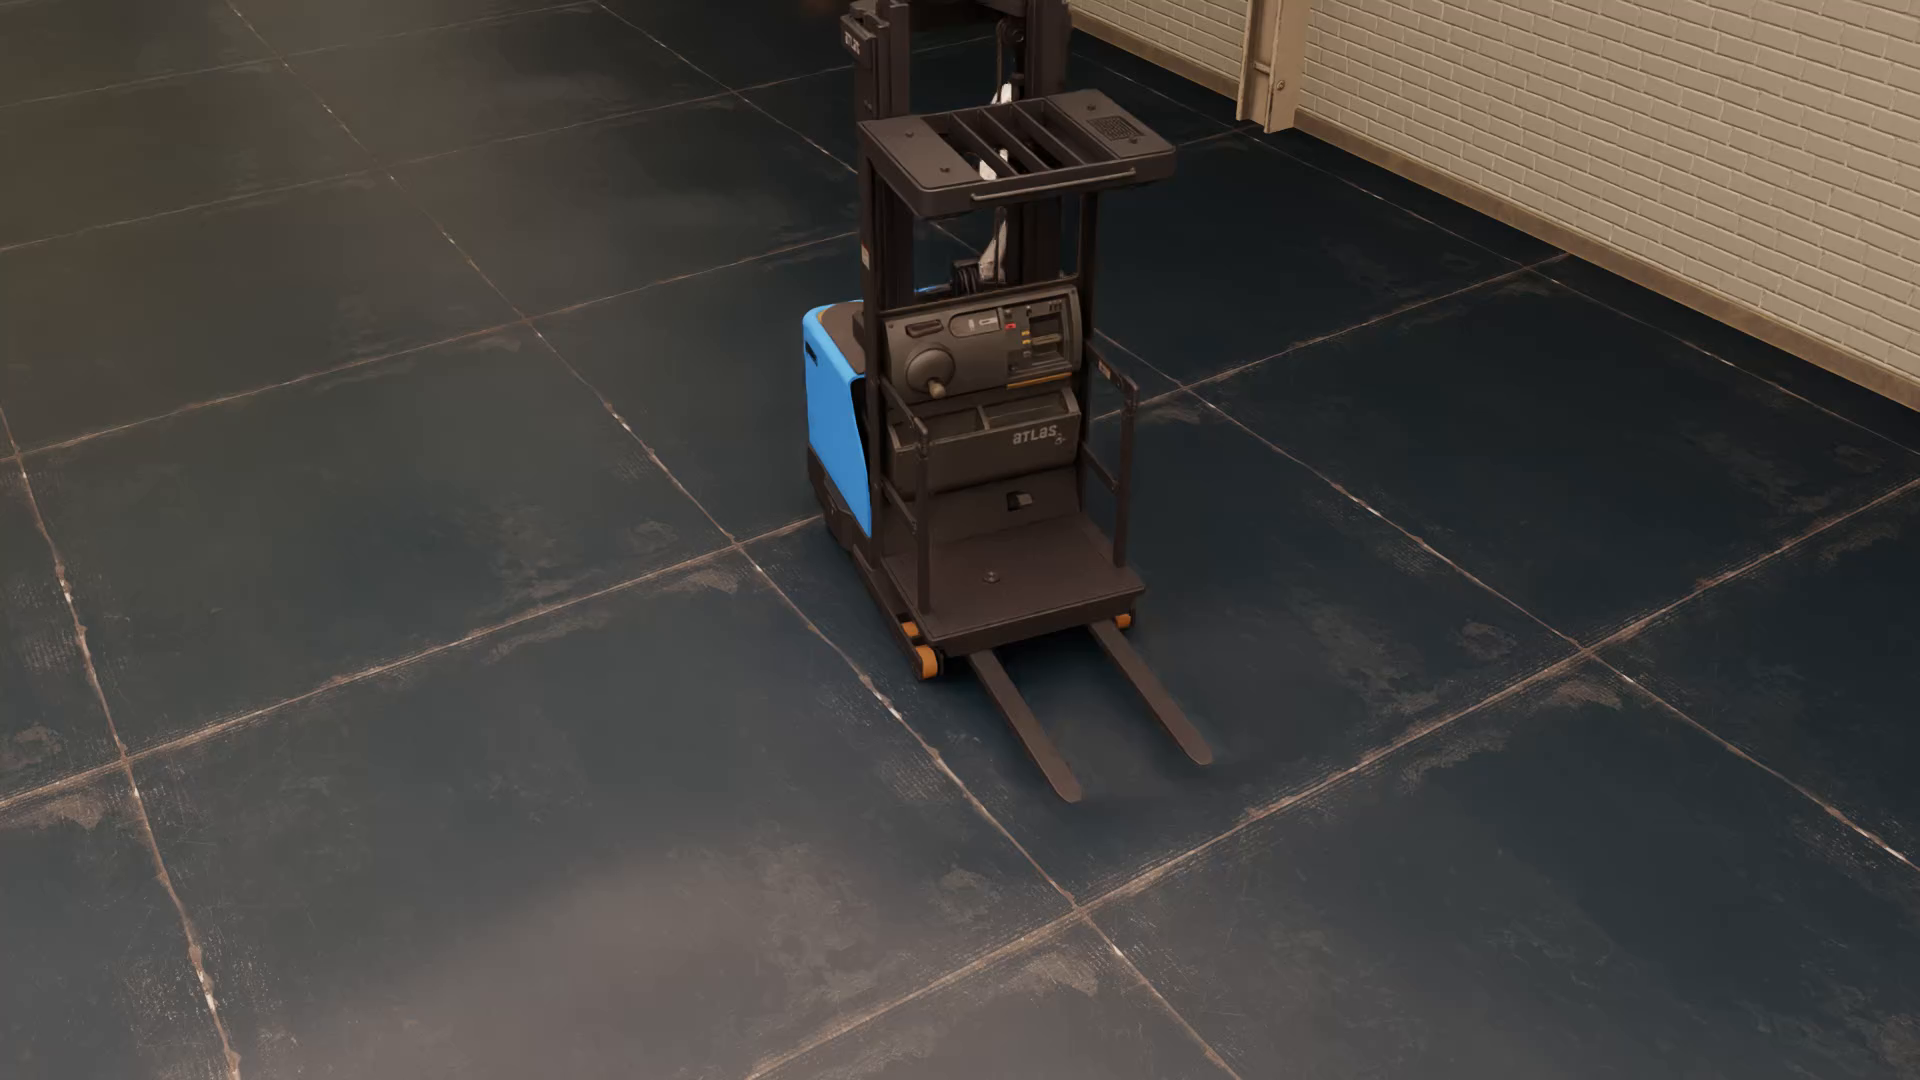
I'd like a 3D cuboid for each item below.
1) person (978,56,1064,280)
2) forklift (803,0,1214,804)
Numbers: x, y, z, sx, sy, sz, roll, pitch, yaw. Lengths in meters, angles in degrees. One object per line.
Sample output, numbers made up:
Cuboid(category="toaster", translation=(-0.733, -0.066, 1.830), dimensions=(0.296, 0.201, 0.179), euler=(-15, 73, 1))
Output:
Cuboid(category="person", translation=(0.502, -2.357, 10.630), dimensions=(0.815, 1.642, 0.857), euler=(-14, 38, -19))
Cuboid(category="forklift", translation=(0.195, -0.822, 7.318), dimensions=(1.130, 2.935, 3.031), euler=(-13, 37, -18))
